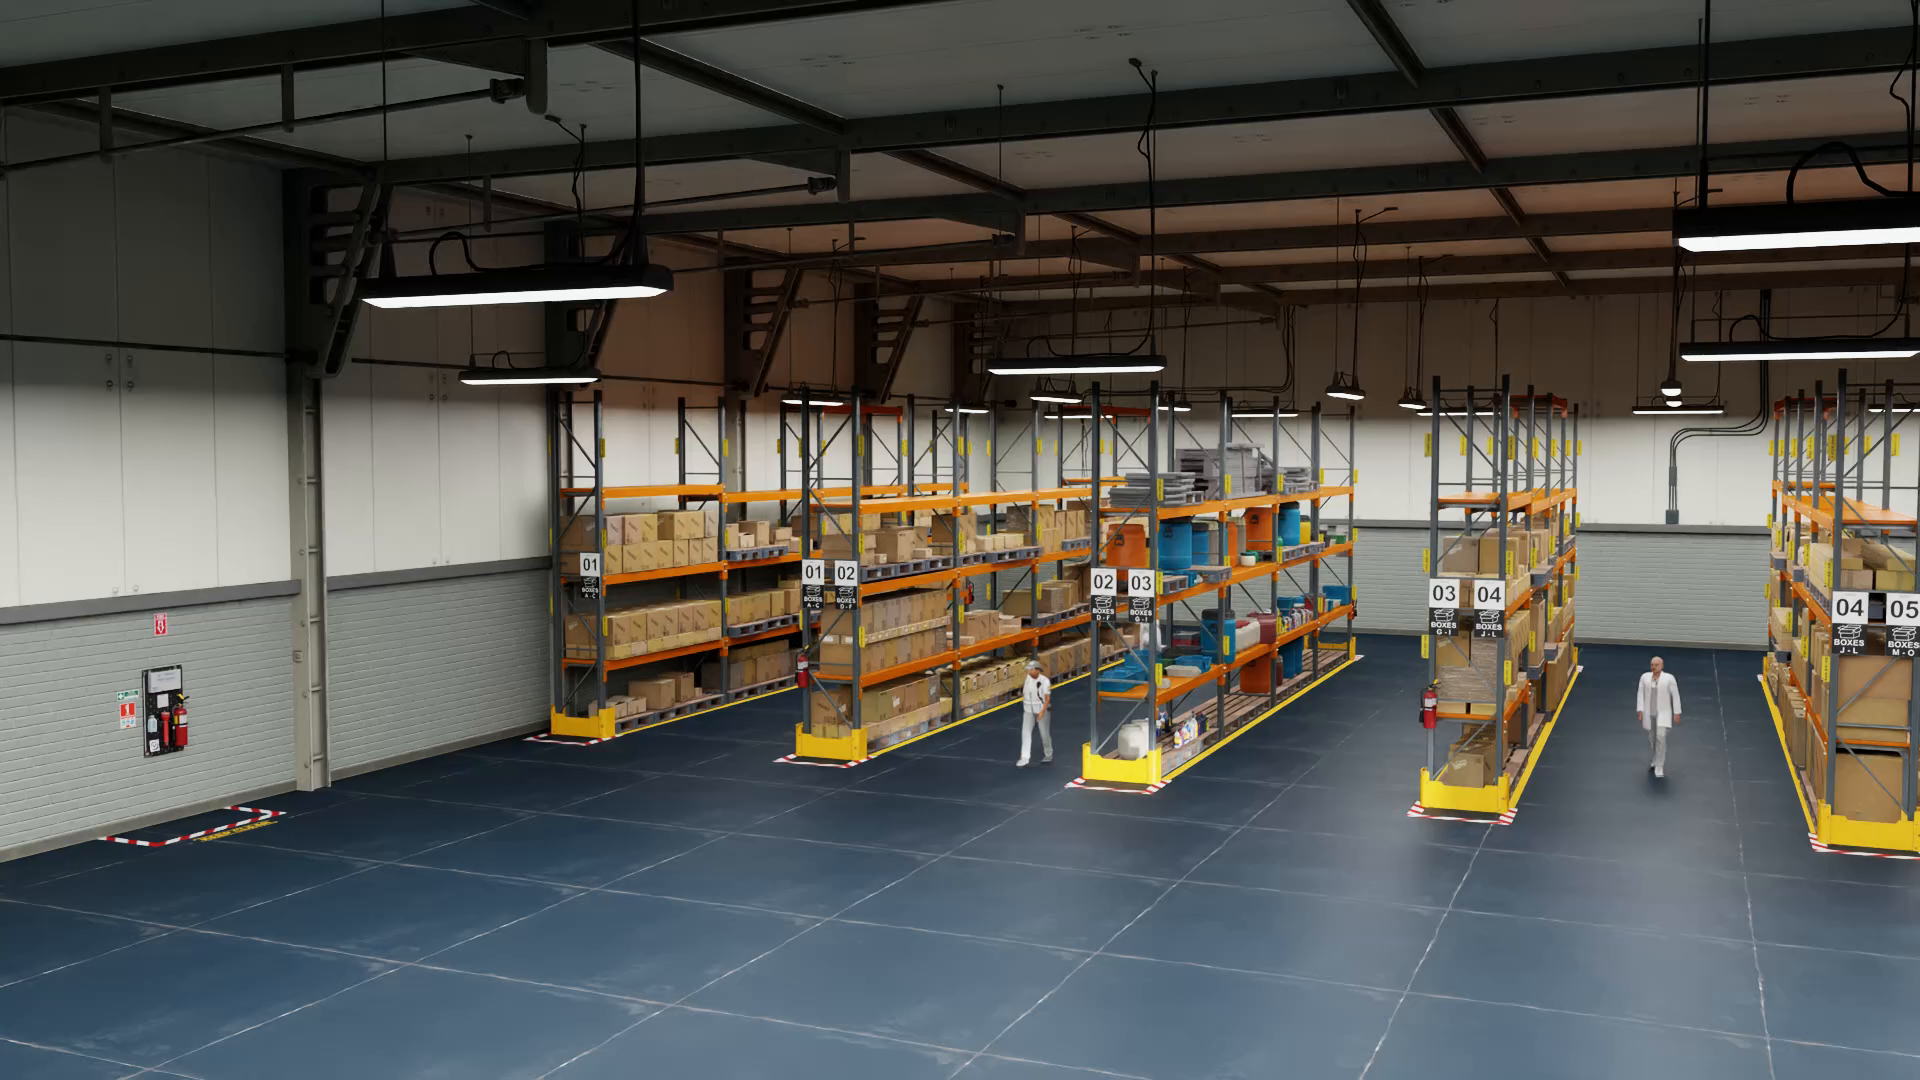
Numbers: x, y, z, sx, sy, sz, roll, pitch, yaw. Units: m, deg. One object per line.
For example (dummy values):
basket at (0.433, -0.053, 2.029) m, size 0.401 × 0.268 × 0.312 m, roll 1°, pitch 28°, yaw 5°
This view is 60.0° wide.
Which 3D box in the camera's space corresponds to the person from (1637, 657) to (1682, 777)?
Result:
person at (10.781, 2.710, 25.714) m, size 0.869 × 1.804 × 0.626 m, roll -3°, pitch 4°, yaw -44°

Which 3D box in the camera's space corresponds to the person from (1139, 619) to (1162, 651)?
person at (4.029, 2.211, 35.370) m, size 0.518 × 1.682 × 0.482 m, roll 3°, pitch 4°, yaw 41°

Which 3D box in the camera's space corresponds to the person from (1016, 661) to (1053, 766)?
person at (1.183, 2.720, 26.217) m, size 0.501 × 1.627 × 0.908 m, roll 2°, pitch 4°, yaw 29°

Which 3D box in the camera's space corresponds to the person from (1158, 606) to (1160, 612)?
person at (4.906, 1.722, 43.380) m, size 0.560 × 1.748 × 0.792 m, roll -2°, pitch 4°, yaw -28°
